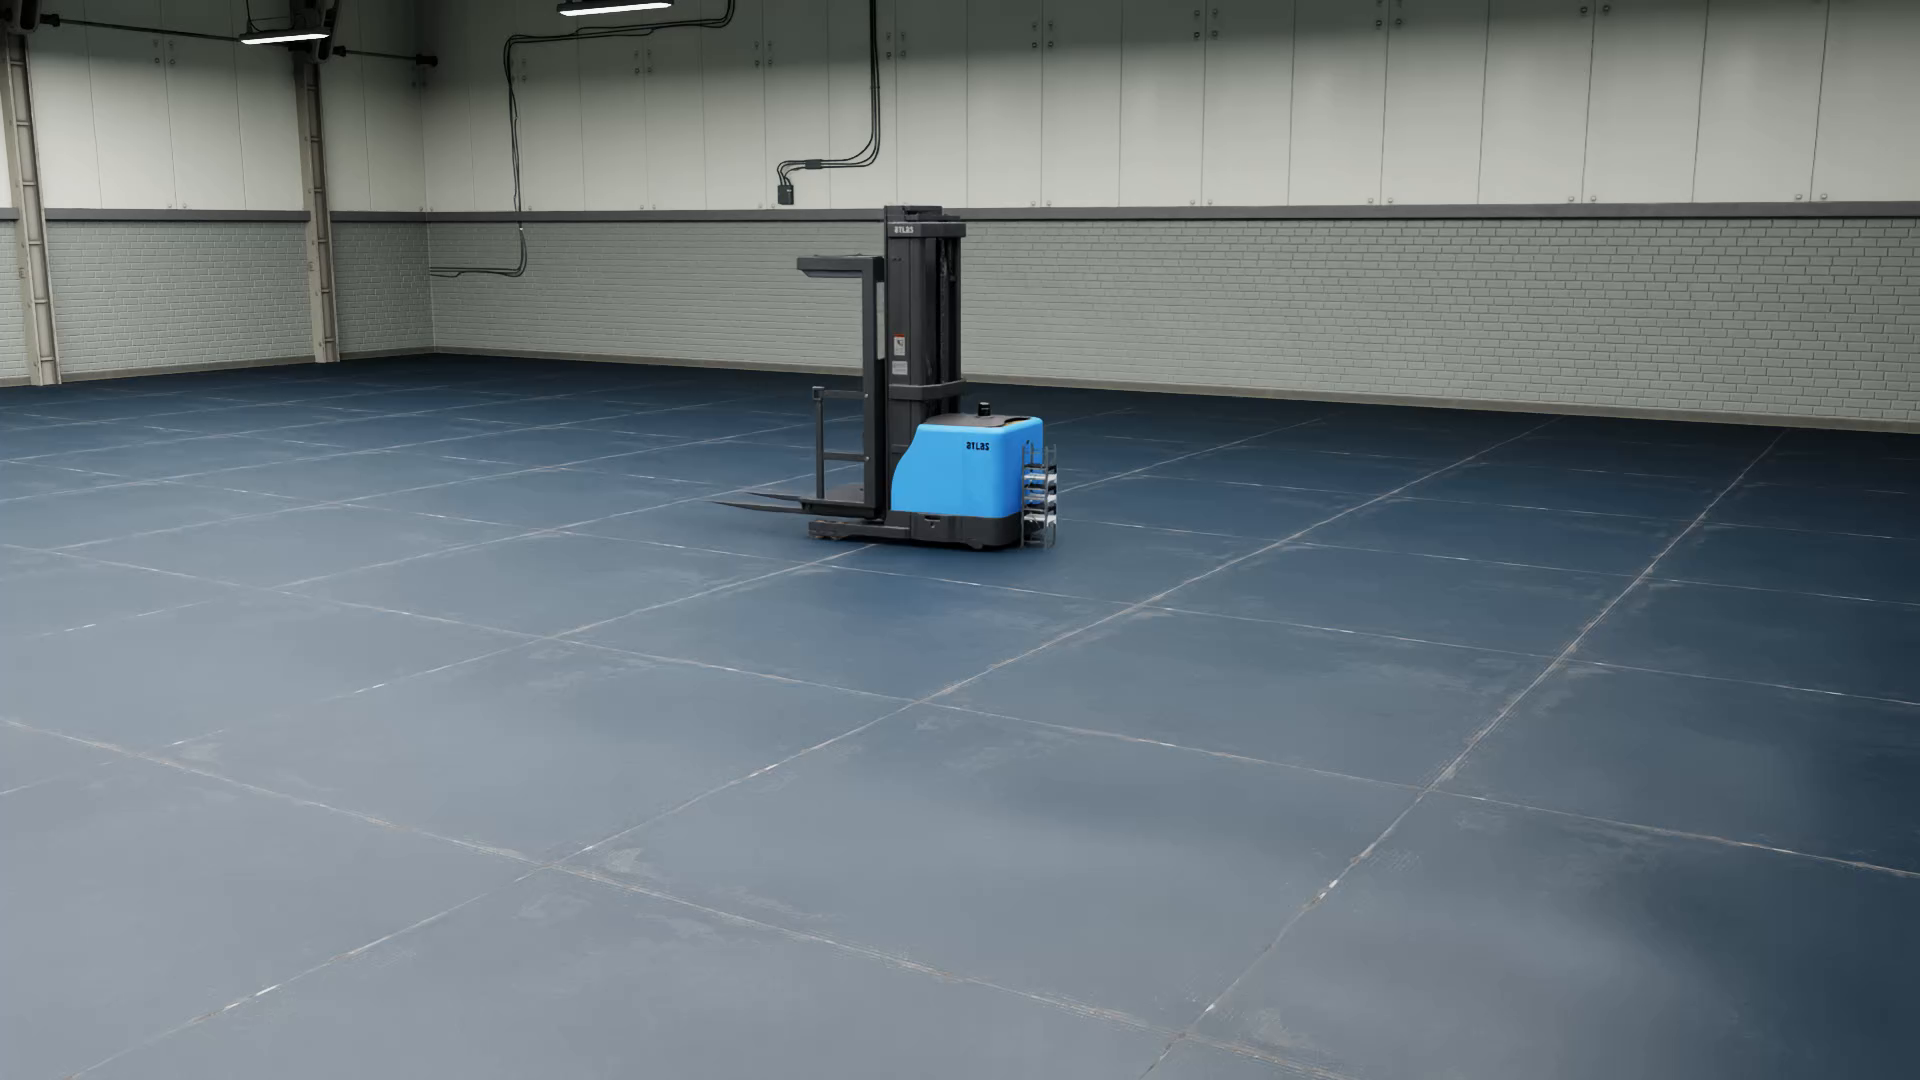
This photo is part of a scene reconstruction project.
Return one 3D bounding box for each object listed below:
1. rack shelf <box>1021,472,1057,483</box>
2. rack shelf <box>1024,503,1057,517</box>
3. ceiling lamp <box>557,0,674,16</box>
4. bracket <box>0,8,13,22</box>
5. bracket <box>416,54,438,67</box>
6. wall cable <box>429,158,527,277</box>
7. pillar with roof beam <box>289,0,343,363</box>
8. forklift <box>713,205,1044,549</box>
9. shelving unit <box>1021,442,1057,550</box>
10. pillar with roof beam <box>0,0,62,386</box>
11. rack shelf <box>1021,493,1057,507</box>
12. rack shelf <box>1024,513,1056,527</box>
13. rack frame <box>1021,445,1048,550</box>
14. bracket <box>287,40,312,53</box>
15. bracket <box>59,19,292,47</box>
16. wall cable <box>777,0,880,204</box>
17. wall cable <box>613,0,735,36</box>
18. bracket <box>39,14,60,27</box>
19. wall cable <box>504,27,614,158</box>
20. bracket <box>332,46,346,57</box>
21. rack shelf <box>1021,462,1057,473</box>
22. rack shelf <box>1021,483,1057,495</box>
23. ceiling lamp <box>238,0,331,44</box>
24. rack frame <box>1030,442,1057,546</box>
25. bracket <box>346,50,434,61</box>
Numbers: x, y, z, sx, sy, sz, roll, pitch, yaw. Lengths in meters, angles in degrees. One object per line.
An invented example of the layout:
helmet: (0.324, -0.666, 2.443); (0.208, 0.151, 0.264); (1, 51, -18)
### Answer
rack shelf: (0.687, -0.528, 14.443); (0.258, 0.077, 0.200); (5, 12, 24)
rack shelf: (0.686, -0.262, 14.493); (0.258, 0.077, 0.200); (5, 12, 24)
ceiling lamp: (-4.867, -9.255, 23.985); (2.000, 3.185, 0.800); (6, 12, 31)
bracket: (-16.264, -8.879, 28.062); (0.235, 0.232, 0.430); (6, 12, 31)
bracket: (-11.487, -10.326, 35.790); (0.235, 0.232, 0.430); (6, 12, 31)
wall cable: (-10.577, -6.964, 36.049); (3.097, 2.526, 0.112); (6, 12, 31)
pillar with roof beam: (-9.557, -7.742, 31.766); (9.100, 9.000, 0.548); (6, 12, 31)
forklift: (-0.803, -1.518, 15.013); (3.031, 2.935, 1.130); (5, 12, 24)
shelving unit: (0.687, -0.383, 14.470); (0.258, 0.900, 0.210); (5, 12, 24)
pillar with roof beam: (-12.672, -6.798, 26.726); (9.100, 9.000, 0.548); (6, 12, 31)
rack shelf: (0.687, -0.351, 14.476); (0.258, 0.077, 0.200); (5, 12, 24)
rack shelf: (0.686, -0.174, 14.509); (0.258, 0.077, 0.200); (5, 12, 24)
rack frame: (0.644, -0.366, 14.379); (0.240, 0.900, 0.006); (5, 12, 24)
bracket: (-13.149, -9.823, 33.102); (0.235, 0.232, 0.430); (6, 12, 31)
bracket: (-14.486, -9.418, 30.938); (0.076, 0.066, 4.783); (6, 12, 31)
wall cable: (-2.471, -9.252, 30.592); (2.305, 6.003, 0.169); (6, 12, 31)
wall cable: (-5.620, -11.128, 32.206); (3.097, 2.526, 0.112); (6, 12, 31)
bracket: (-15.833, -9.010, 28.759); (0.235, 0.232, 0.430); (6, 12, 31)
wall cable: (-8.265, -9.188, 34.204); (3.097, 2.526, 0.112); (6, 12, 31)
bracket: (-12.718, -9.954, 33.799); (0.235, 0.232, 0.430); (6, 12, 31)
rack shelf: (0.687, -0.616, 14.426); (0.258, 0.077, 0.200); (5, 12, 24)
rack shelf: (0.687, -0.439, 14.459); (0.258, 0.077, 0.200); (5, 12, 24)
ceiling lamp: (-11.183, -9.961, 27.756); (2.000, 3.185, 0.800); (6, 12, 31)
rack frame: (0.729, -0.400, 14.561); (0.240, 0.900, 0.006); (5, 12, 24)
bracket: (-11.794, -10.233, 35.294); (0.076, 0.066, 3.189); (6, 12, 31)
